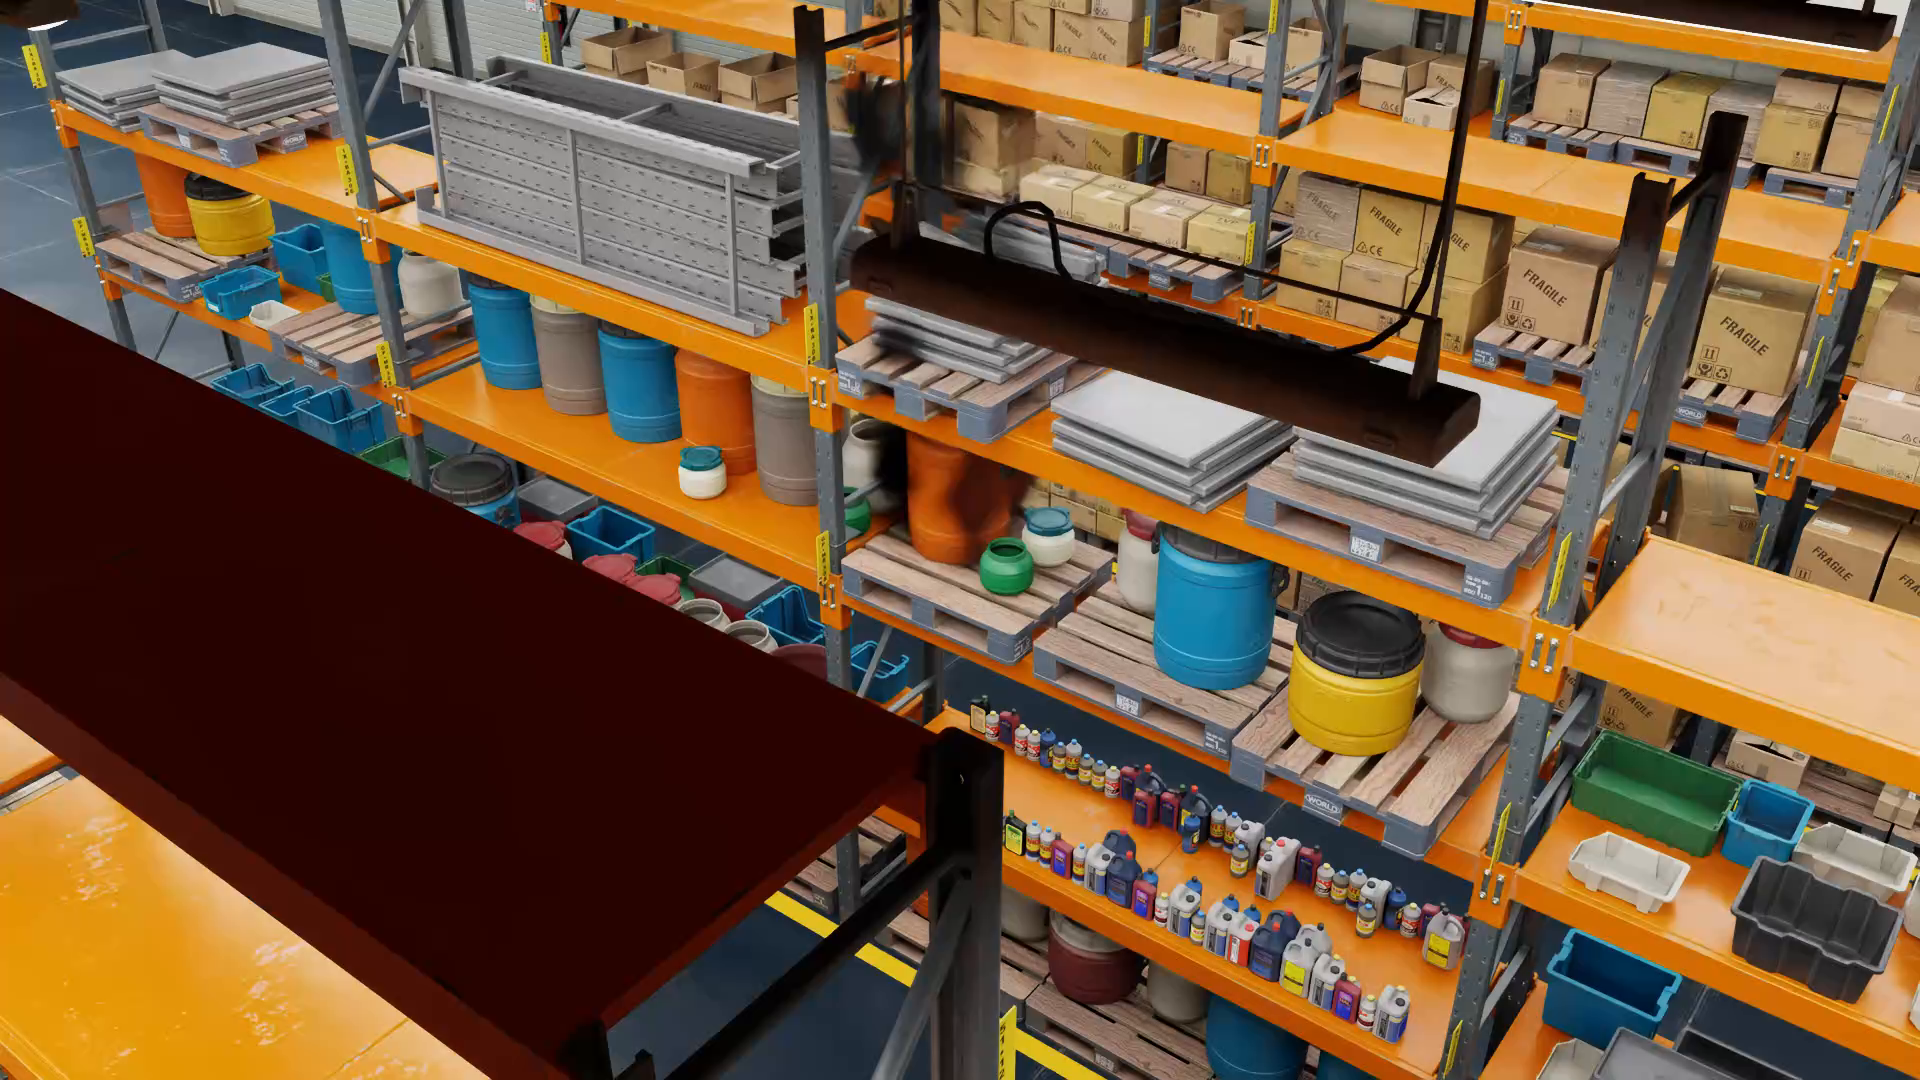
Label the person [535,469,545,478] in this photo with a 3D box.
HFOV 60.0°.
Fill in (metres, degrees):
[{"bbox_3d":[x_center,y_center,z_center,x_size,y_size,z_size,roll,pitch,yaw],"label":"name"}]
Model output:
[{"bbox_3d":[-3.612,-0.681,14.833,0.562,1.619,0.577,17,35,25],"label":"person"}]
